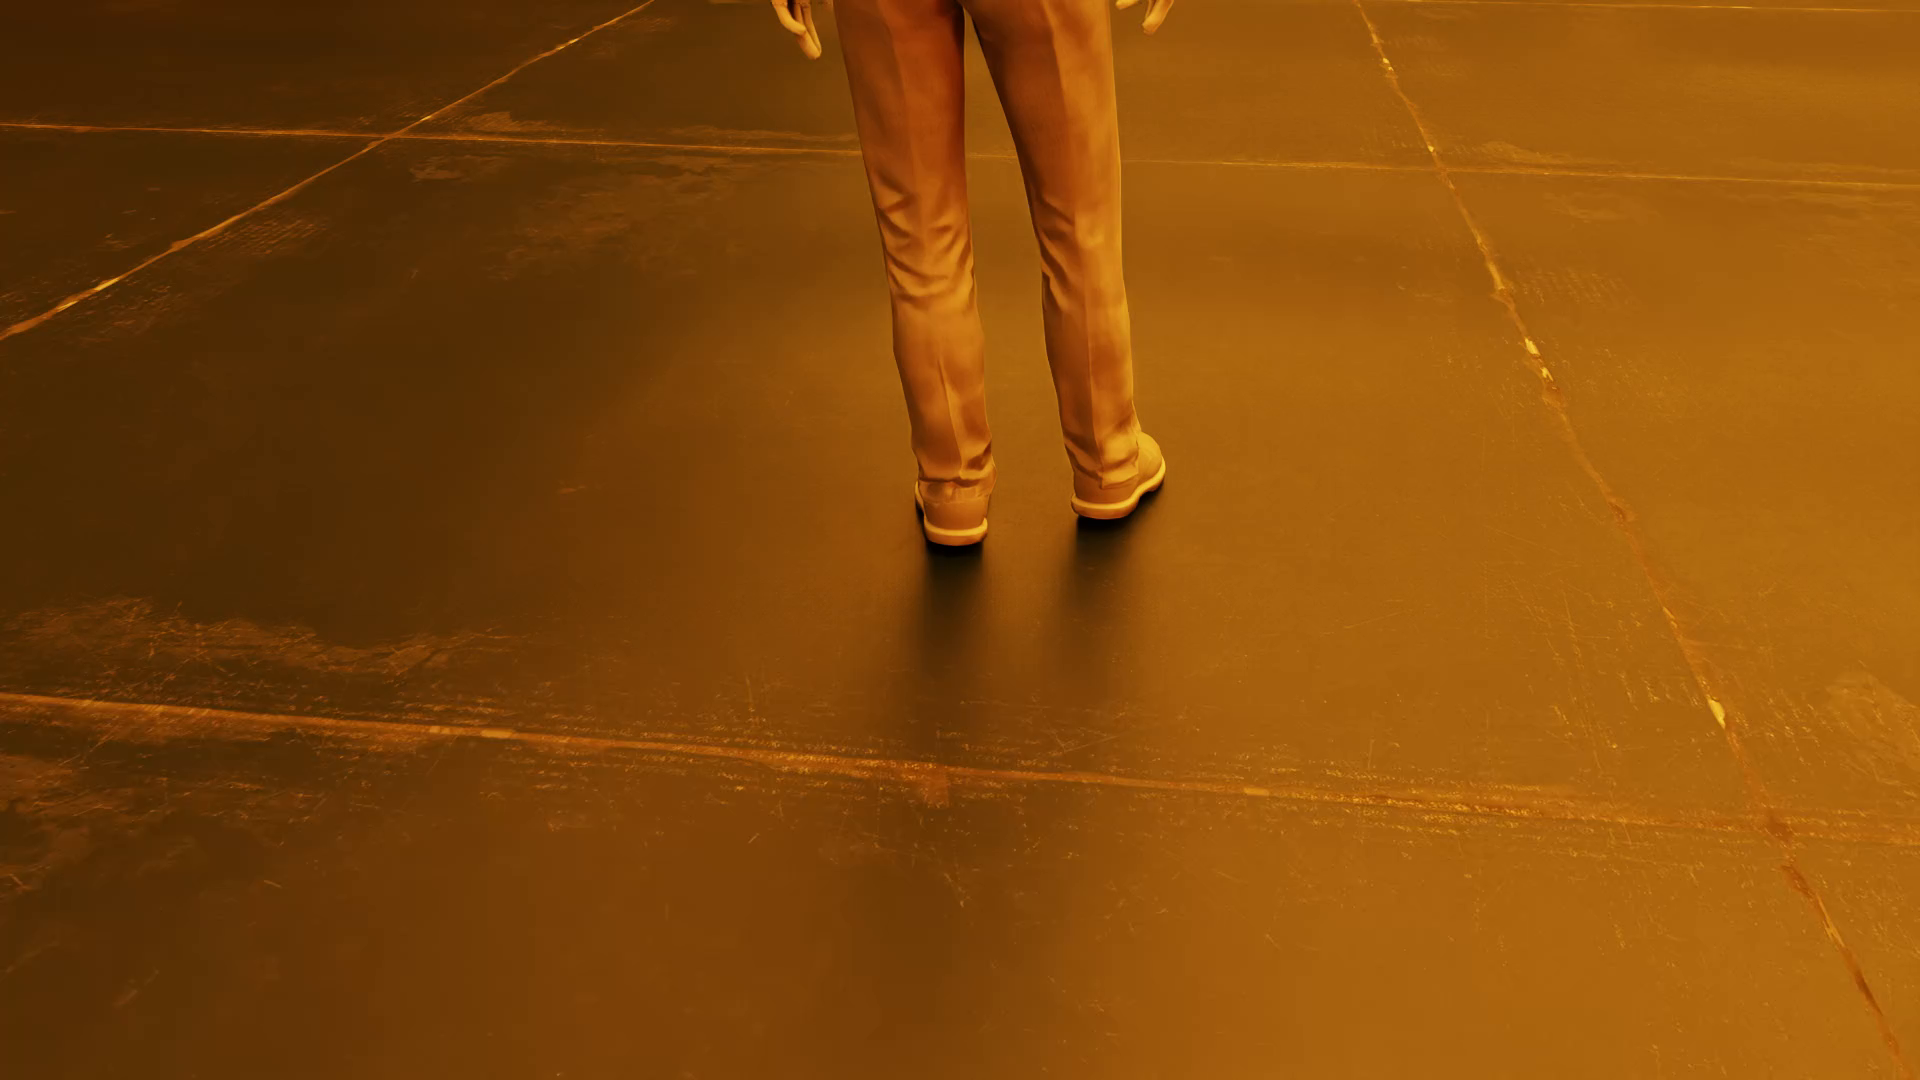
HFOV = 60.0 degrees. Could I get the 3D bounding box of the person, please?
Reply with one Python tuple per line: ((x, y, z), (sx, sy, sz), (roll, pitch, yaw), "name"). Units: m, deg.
((0.016, -0.795, 2.178), (0.586, 1.694, 0.531), (3, 27, 7), "person")
